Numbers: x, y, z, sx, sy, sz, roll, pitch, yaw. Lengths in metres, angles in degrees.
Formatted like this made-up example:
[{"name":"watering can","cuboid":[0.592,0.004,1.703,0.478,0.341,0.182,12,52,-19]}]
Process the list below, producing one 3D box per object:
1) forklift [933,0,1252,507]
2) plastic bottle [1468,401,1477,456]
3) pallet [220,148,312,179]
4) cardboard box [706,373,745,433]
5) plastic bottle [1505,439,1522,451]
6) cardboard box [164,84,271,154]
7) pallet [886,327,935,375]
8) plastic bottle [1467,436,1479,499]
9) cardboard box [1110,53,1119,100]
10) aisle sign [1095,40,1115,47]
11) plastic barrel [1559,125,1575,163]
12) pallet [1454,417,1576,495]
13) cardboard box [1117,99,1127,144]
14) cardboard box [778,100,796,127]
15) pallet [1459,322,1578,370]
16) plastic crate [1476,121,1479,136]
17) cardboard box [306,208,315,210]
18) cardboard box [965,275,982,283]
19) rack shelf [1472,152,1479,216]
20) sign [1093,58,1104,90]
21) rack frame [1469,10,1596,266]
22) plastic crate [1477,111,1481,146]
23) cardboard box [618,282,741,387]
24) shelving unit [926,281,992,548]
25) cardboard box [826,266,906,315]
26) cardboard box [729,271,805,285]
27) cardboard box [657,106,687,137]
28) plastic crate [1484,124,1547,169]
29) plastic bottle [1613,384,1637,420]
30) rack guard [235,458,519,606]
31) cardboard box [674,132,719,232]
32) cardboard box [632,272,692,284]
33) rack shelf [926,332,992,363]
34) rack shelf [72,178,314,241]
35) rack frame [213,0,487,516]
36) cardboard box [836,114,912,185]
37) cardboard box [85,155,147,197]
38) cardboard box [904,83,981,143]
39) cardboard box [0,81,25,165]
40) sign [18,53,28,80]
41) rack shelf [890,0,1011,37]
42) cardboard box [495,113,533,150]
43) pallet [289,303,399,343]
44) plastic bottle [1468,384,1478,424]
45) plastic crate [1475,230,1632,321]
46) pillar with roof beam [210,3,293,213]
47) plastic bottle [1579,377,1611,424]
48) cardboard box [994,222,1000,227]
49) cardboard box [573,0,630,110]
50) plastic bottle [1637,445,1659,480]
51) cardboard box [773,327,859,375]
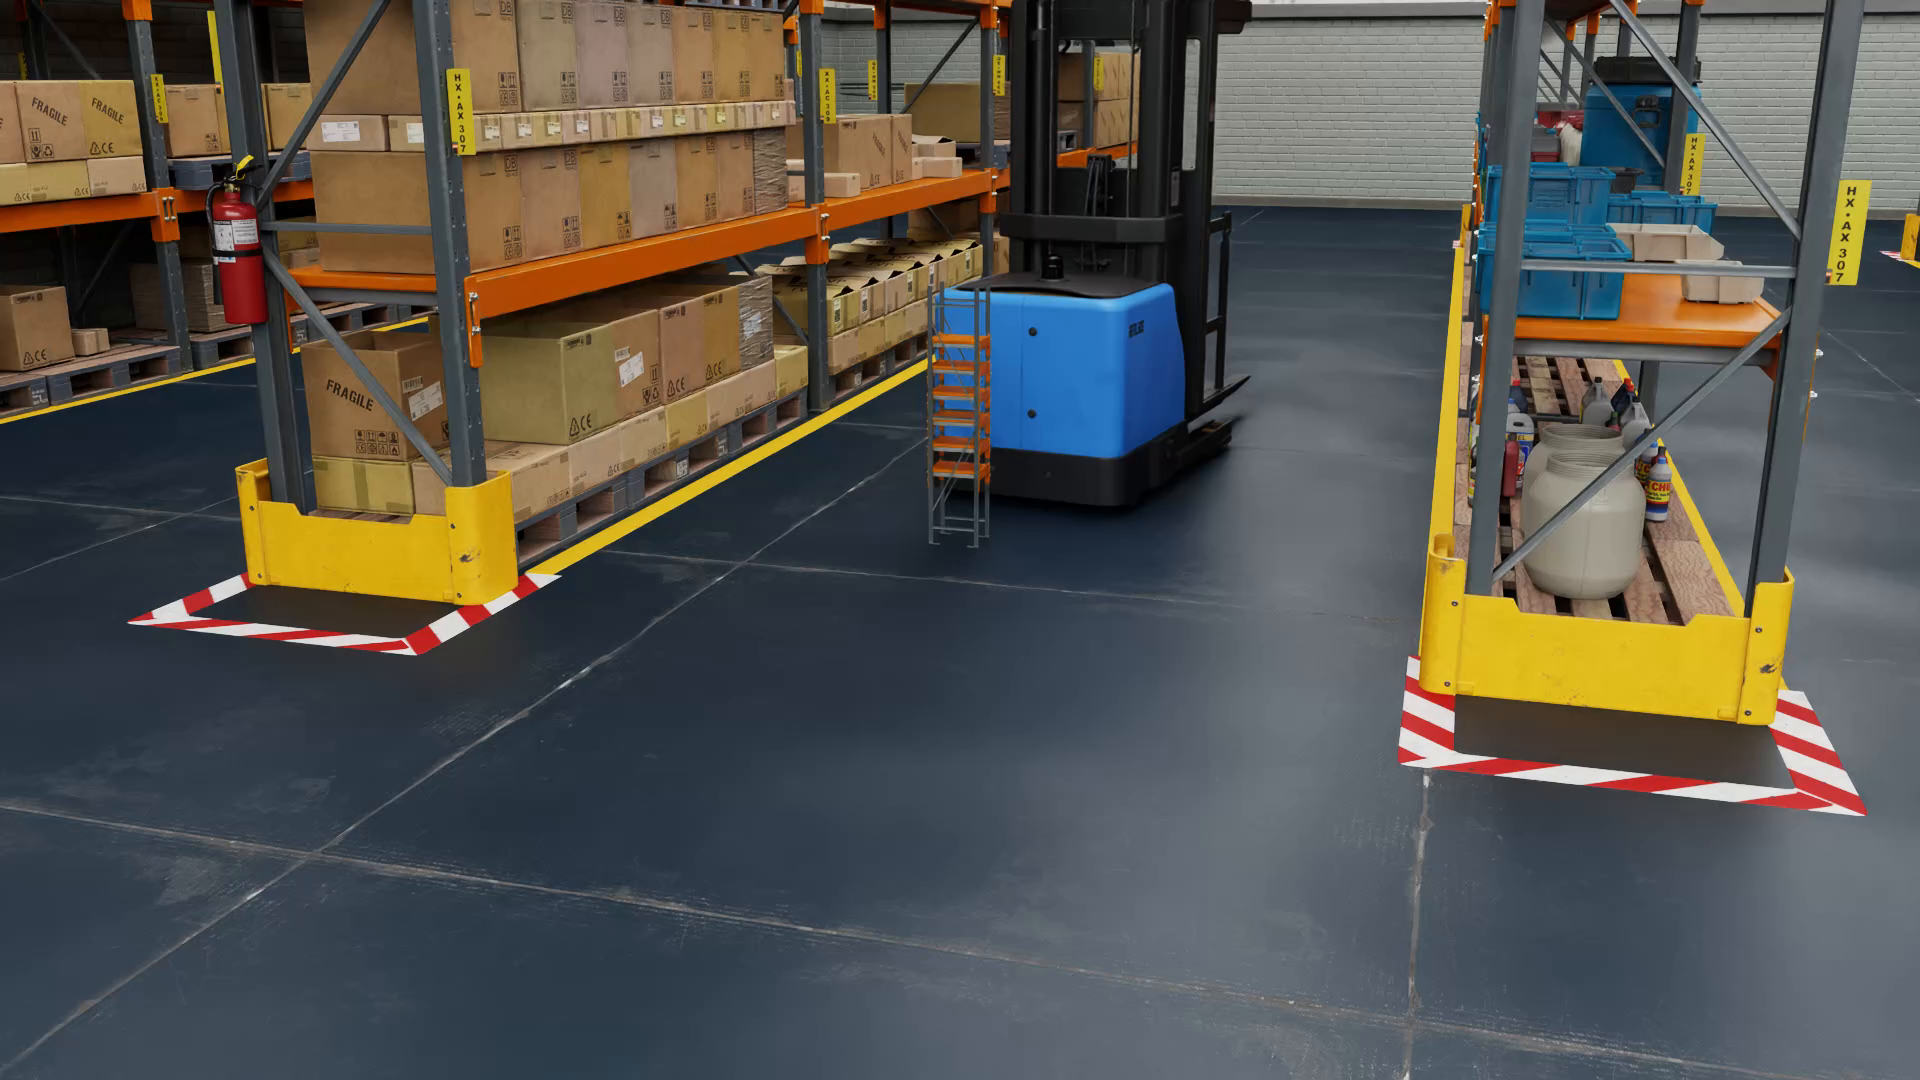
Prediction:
[{"name":"forklift","cuboid":[0.936,-1.930,9.262,1.130,2.935,3.031,7,17,24]},{"name":"plastic bottle","cuboid":[2.636,-0.562,8.485,0.061,0.283,0.133,5,17,18]},{"name":"pallet","cuboid":[-5.482,-3.127,13.708,1.003,0.211,1.213,5,16,16]},{"name":"cardboard box","cuboid":[-1.547,-0.790,9.385,0.500,0.250,0.500,5,16,16]},{"name":"plastic bottle","cuboid":[2.677,-0.405,8.081,0.097,0.201,0.097,0,16,0]},{"name":"cardboard box","cuboid":[-5.752,-3.230,12.729,0.700,0.500,0.500,6,17,22]},{"name":"pallet","cuboid":[-0.828,-1.485,12.678,1.003,0.211,1.213,5,16,16]},{"name":"plastic bottle","cuboid":[2.384,-0.330,7.669,0.061,0.283,0.133,5,17,17]},{"name":"cardboard box","cuboid":[1.479,-5.169,18.541,0.500,0.500,0.500,4,16,14]},{"name":"aisle sign","cuboid":[1.803,-6.741,21.336,0.394,0.787,0.004,5,16,16]},{"name":"plastic barrel","cuboid":[4.333,-2.630,11.399,0.421,0.512,0.421,0,16,0]},{"name":"pallet","cuboid":[3.172,-0.412,8.893,1.003,0.211,1.213,5,16,16]},{"name":"cardboard box","cuboid":[1.622,-4.829,19.174,0.500,0.500,0.500,5,16,16]},{"name":"cardboard box","cuboid":[-1.217,-2.583,10.067,0.380,0.149,0.250,5,16,16]},{"name":"pallet","cuboid":[4.283,-1.431,12.487,1.003,0.211,1.213,5,16,16]},{"name":"plastic crate","cuboid":[5.968,-4.551,18.575,0.416,0.233,0.300,5,16,16]},{"name":"cardboard box","cuboid":[-5.335,-2.773,14.511,0.500,0.250,0.500,5,17,17]},{"name":"cardboard box","cuboid":[-0.124,-2.080,13.934,0.500,0.250,0.500,5,17,17]},{"name":"rack shelf","cuboid":[5.108,-3.149,14.753,1.077,0.370,4.000,5,16,16]},{"name":"sign","cuboid":[1.462,-4.919,17.551,0.100,0.325,0.005,5,16,16]},{"name":"rack frame","cuboid":[5.677,-4.019,16.500,1.000,3.000,0.127,5,16,16]},{"name":"plastic crate","cuboid":[5.482,-4.188,17.018,0.392,0.384,0.575,5,16,16]},{"name":"cardboard box","cuboid":[-1.559,-1.151,9.286,0.500,0.500,0.500,5,16,16]},{"name":"shelving unit","cuboid":[-0.004,-0.573,7.652,0.258,1.200,0.189,5,16,16]},{"name":"cardboard box","cuboid":[-0.695,-1.814,11.971,0.500,0.311,0.500,4,16,14]},{"name":"cardboard box","cuboid":[-1.363,-1.724,11.654,0.500,0.311,0.500,5,17,17]},{"name":"cardboard box","cuboid":[-1.652,-2.181,8.650,0.380,0.149,0.250,5,17,18]},{"name":"plastic crate","cuboid":[3.787,-2.604,11.395,0.402,0.464,0.583,5,16,16]},{"name":"plastic bottle","cuboid":[3.442,-0.622,8.573,0.144,0.351,0.185,4,16,13]},{"name":"rack guard","cuboid":[-2.488,-0.055,7.108,1.175,0.500,0.348,5,16,16]},{"name":"cardboard box","cuboid":[-1.755,-1.973,9.104,0.700,0.500,0.500,5,17,17]},{"name":"cardboard box","cuboid":[-1.911,-1.322,9.889,0.500,0.500,0.500,5,16,16]},{"name":"rack shelf","cuboid":[-0.004,-0.877,7.566,0.258,0.103,0.180,5,16,16]},{"name":"rack shelf","cuboid":[-5.527,-2.871,13.772,1.077,0.370,4.000,5,16,16]},{"name":"rack frame","cuboid":[-2.482,-1.264,6.789,1.000,3.000,0.127,5,16,16]},{"name":"cardboard box","cuboid":[-0.669,-2.965,12.602,0.500,0.500,0.500,4,16,13]},{"name":"cardboard box","cuboid":[-5.939,-2.484,11.328,0.500,0.250,0.500,5,16,16]},{"name":"cardboard box","cuboid":[-0.137,-3.781,14.709,0.700,0.500,0.500,-1,16,-3]},{"name":"cardboard box","cuboid":[-6.223,-2.582,10.301,0.500,0.500,0.500,4,16,14]},{"name":"sign","cuboid":[-6.628,-3.293,11.820,0.100,0.325,0.005,5,16,16]},{"name":"rack shelf","cuboid":[0.360,-4.977,15.702,1.077,0.370,4.000,5,16,16]},{"name":"cardboard box","cuboid":[-2.091,-1.780,7.234,0.380,0.149,0.250,4,16,14]},{"name":"pallet","cuboid":[-5.531,-1.876,14.057,1.003,0.211,1.213,5,16,16]},{"name":"plastic bottle","cuboid":[2.892,-0.775,9.259,0.097,0.271,0.097,0,16,0]},{"name":"plastic crate","cuboid":[2.122,-0.962,5.995,0.499,0.251,0.616,5,16,16]},{"name":"pillar with roof beam","cuboid":[-2.030,-6.020,12.561,9.100,9.000,0.400,5,16,16]},{"name":"plastic bottle","cuboid":[3.358,-0.683,8.789,0.144,0.351,0.185,5,16,16]},{"name":"cardboard box","cuboid":[0.486,-2.731,15.737,0.500,0.500,0.500,4,16,15]},{"name":"cardboard box","cuboid":[-2.035,-2.341,8.026,0.700,0.500,0.500,5,16,16]},{"name":"plastic bottle","cuboid":[3.206,-0.344,7.739,0.097,0.271,0.097,0,16,0]},{"name":"cardboard box","cuboid":[-0.993,-1.276,11.101,0.500,0.250,0.500,4,16,15]}]
